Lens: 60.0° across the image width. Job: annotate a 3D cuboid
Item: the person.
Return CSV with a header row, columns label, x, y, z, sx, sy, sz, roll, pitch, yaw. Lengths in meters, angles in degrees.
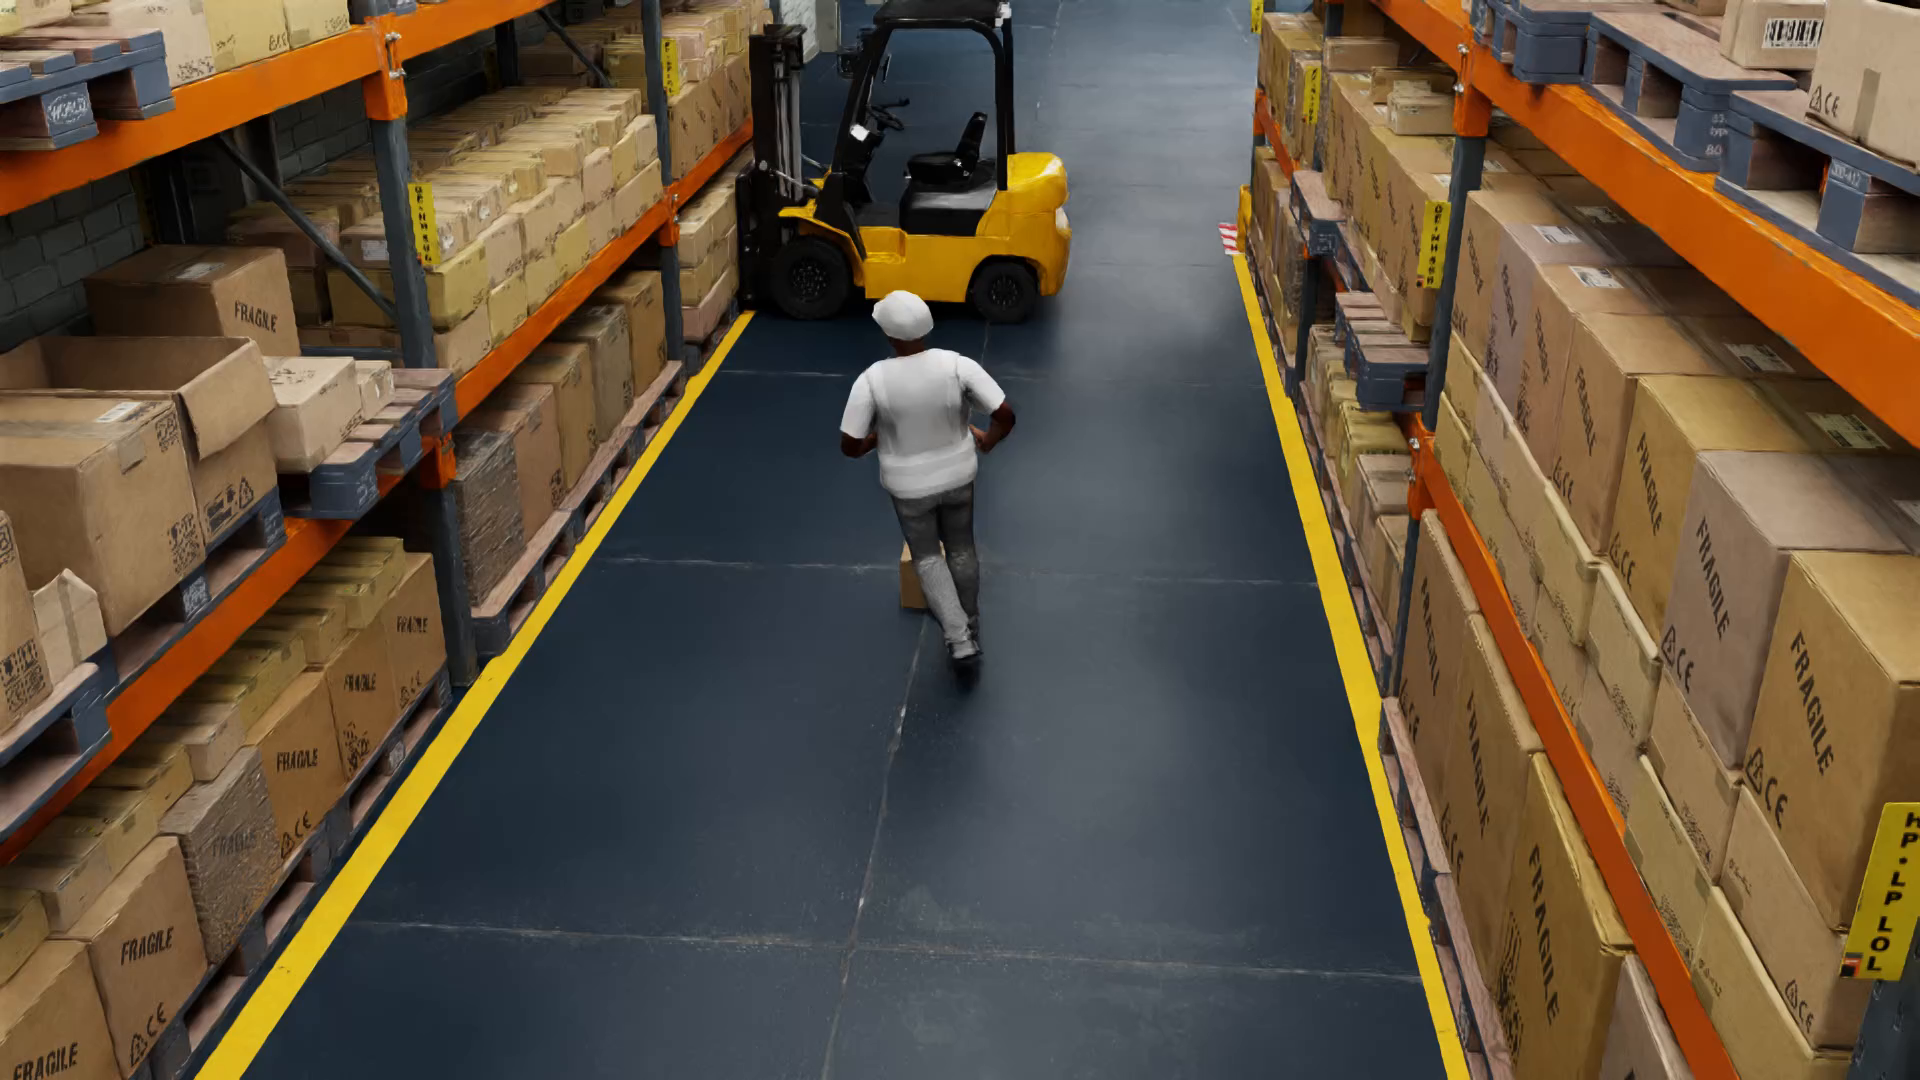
label,x,y,z,sx,sy,sz,roll,pitch,yaw
person,-0.176,-0.278,7.189,0.720,1.721,0.767,-6,25,-13
